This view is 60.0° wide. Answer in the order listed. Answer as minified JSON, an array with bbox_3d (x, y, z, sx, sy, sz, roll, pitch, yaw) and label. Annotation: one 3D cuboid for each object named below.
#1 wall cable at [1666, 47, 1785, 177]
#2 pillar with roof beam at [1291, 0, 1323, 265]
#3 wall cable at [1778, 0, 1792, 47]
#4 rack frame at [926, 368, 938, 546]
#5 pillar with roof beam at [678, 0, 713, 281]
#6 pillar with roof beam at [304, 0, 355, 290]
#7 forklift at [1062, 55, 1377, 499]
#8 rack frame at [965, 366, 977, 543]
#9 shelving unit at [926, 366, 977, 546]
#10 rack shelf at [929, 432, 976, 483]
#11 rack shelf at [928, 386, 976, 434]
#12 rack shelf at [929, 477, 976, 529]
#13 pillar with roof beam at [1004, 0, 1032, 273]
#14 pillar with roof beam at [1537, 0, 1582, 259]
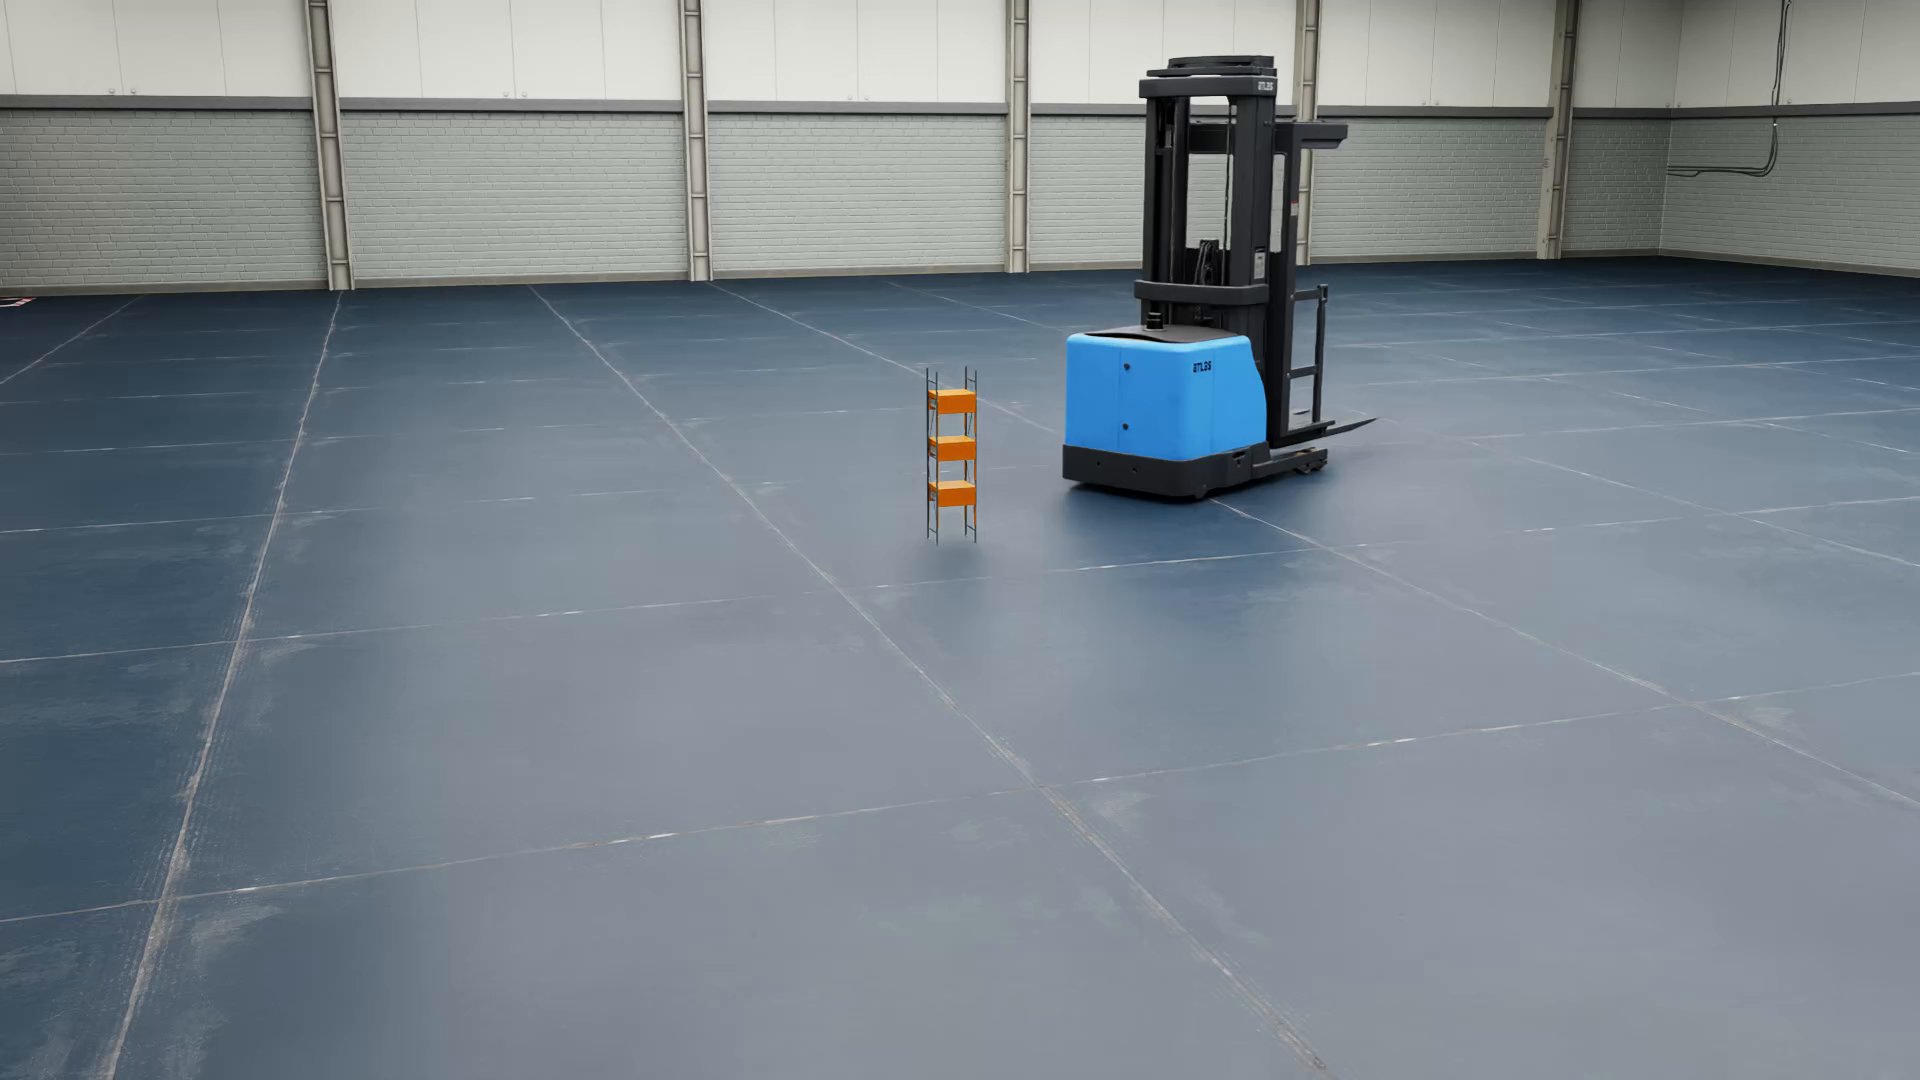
[{"bbox_3d":[15.658,-8.749,34.189,0.112,2.526,3.097,-4,14,-18],"label":"wall cable"},{"bbox_3d":[8.131,-8.945,28.303,0.400,9.000,9.100,-4,14,-18],"label":"pillar with roof beam"},{"bbox_3d":[16.521,-10.613,31.110,0.112,2.526,3.097,-4,14,-18],"label":"wall cable"},{"bbox_3d":[-0.166,-0.498,9.967,0.008,1.050,0.200,-4,14,-18],"label":"rack frame"},{"bbox_3d":[-3.243,-8.060,24.580,0.400,9.000,9.100,-4,14,-18],"label":"pillar with roof beam"},{"bbox_3d":[-8.929,-7.617,22.718,0.400,9.000,9.100,-4,14,-18],"label":"pillar with roof beam"},{"bbox_3d":[2.076,-1.976,12.115,1.130,2.935,3.031,12,18,40],"label":"forklift"},{"bbox_3d":[0.065,-0.516,10.043,0.008,1.050,0.200,-4,14,-18],"label":"rack frame"},{"bbox_3d":[-0.051,-0.507,10.005,0.252,1.050,0.215,-4,14,-18],"label":"shelving unit"},{"bbox_3d":[-0.051,-0.497,10.007,0.240,0.259,0.215,-4,14,-18],"label":"rack shelf"},{"bbox_3d":[-0.051,-0.773,9.941,0.240,0.259,0.215,-4,14,-18],"label":"rack shelf"},{"bbox_3d":[-0.051,-0.226,10.071,0.240,0.259,0.215,-4,14,-18],"label":"rack shelf"},{"bbox_3d":[2.444,-8.502,26.442,0.400,9.000,9.100,-4,14,-18],"label":"pillar with roof beam"},{"bbox_3d":[13.817,-9.388,30.165,0.400,9.000,9.100,-4,14,-18],"label":"pillar with roof beam"}]
